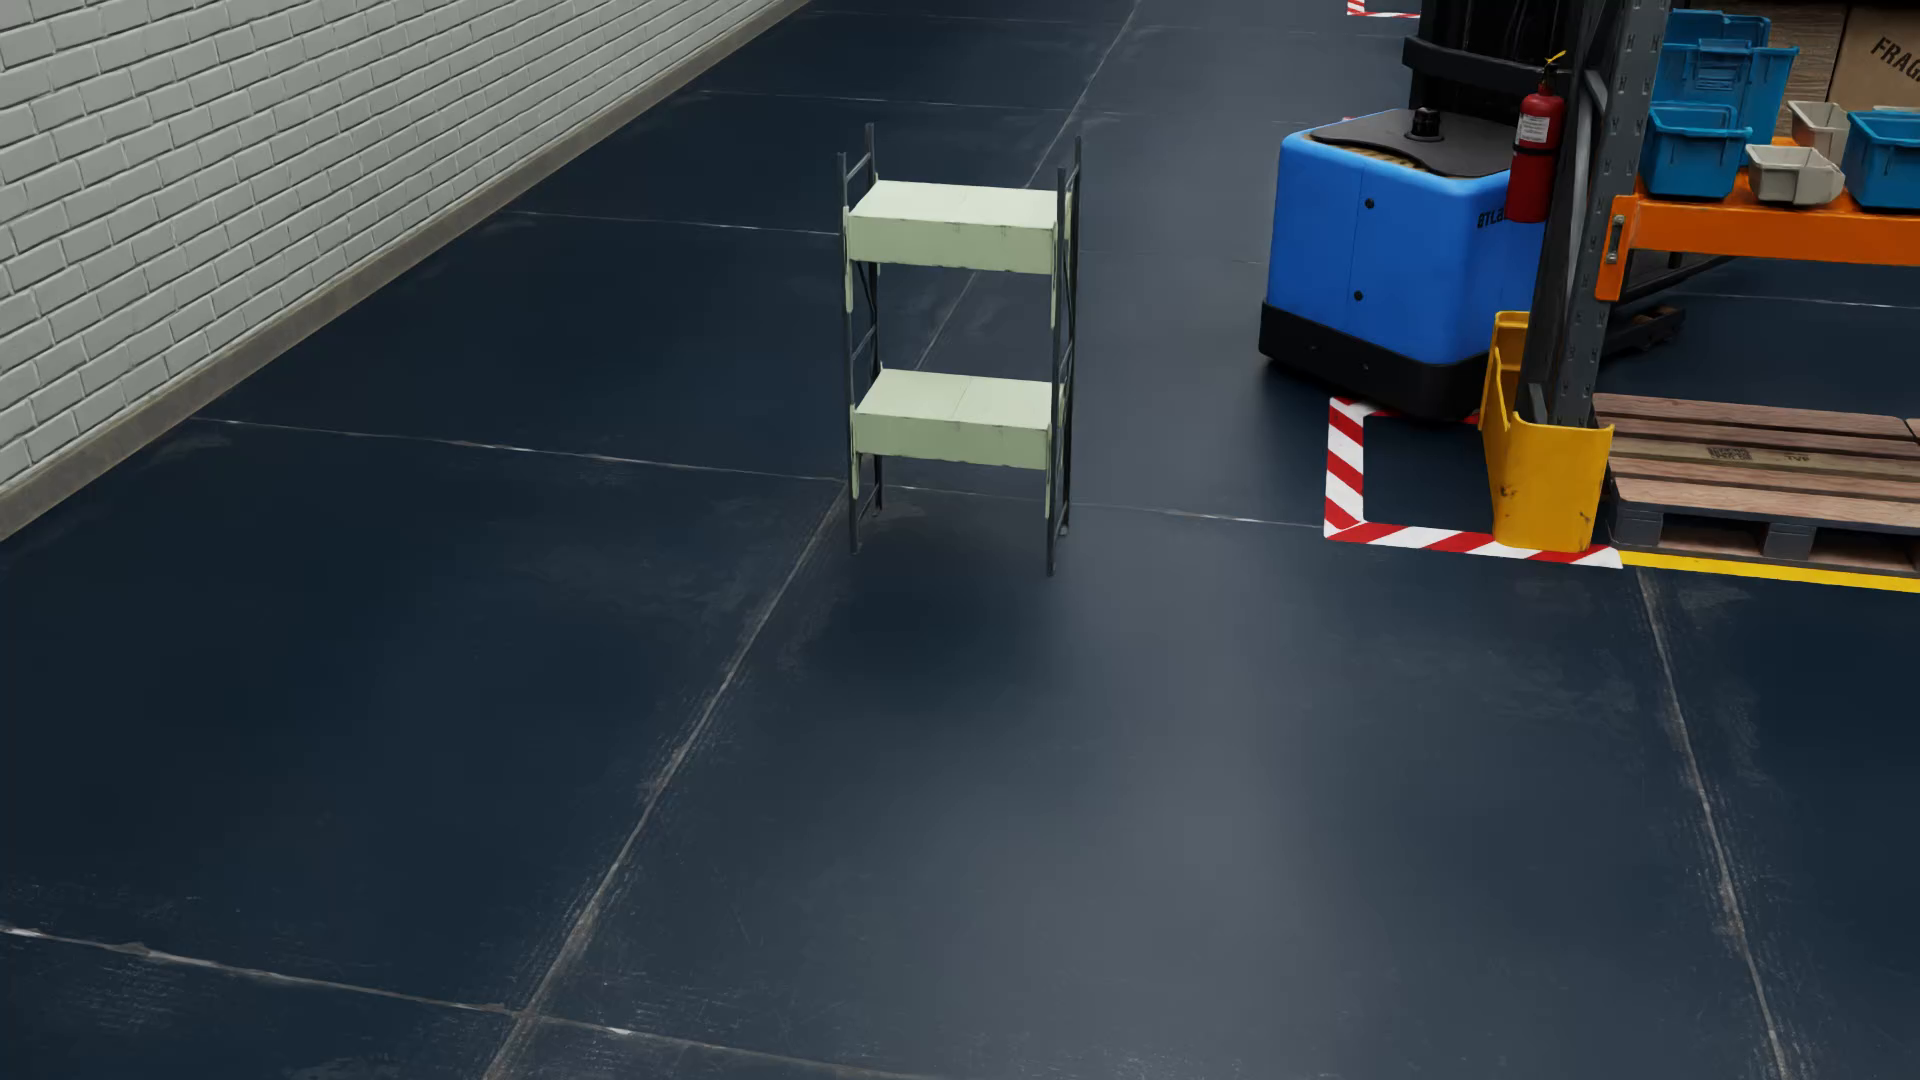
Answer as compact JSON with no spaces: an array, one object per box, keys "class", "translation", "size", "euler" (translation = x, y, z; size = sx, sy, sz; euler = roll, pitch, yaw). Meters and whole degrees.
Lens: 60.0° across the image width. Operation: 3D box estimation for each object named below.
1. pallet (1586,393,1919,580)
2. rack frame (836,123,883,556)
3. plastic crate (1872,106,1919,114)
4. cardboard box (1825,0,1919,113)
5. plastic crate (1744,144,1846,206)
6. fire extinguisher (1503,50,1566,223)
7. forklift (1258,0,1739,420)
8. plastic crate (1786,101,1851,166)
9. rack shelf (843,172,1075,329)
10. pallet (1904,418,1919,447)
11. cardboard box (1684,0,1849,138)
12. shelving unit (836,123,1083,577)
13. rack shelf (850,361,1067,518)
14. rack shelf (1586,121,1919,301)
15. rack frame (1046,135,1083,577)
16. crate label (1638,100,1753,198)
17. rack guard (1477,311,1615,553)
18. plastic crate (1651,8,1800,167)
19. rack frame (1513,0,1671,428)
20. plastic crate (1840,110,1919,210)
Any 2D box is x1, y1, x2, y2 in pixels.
[{"class":"pallet","translation":[3.112,-0.232,6.453],"size":[1.213,0.211,1.003],"euler":[6,29,11]},{"class":"rack frame","translation":[-0.351,-0.694,5.956],"size":[0.023,1.500,0.400],"euler":[6,29,11]},{"class":"plastic crate","translation":[3.429,-1.434,5.957],"size":[0.243,0.136,0.396],"euler":[6,29,11]},{"class":"cardboard box","translation":[5.751,-2.927,10.248],"size":[0.875,0.875,0.875],"euler":[6,29,11]},{"class":"plastic crate","translation":[2.783,-1.216,5.559],"size":[0.298,0.136,0.250],"euler":[6,29,11]},{"class":"fire extinguisher","translation":[2.261,-1.587,6.493],"size":[0.183,0.674,0.296],"euler":[6,29,11]},{"class":"forklift","translation":[2.856,-2.362,7.513],"size":[3.031,2.935,1.130],"euler":[-21,35,-33]},{"class":"plastic crate","translation":[3.149,-1.470,6.023],"size":[0.243,0.136,0.396],"euler":[6,29,11]},{"class":"rack shelf","translation":[0.007,-1.000,5.701],"size":[0.720,0.370,0.431],"euler":[6,29,11]},{"class":"pallet","translation":[4.302,-0.108,6.228],"size":[1.213,0.211,1.003],"euler":[6,29,11]},{"class":"cardboard box","translation":[4.881,-3.016,10.411],"size":[0.875,0.875,0.875],"euler":[6,29,11]},{"class":"shelving unit","translation":[0.007,-0.657,5.889],"size":[0.755,1.500,0.431],"euler":[6,29,11]},{"class":"rack shelf","translation":[0.007,-0.371,6.045],"size":[0.720,0.370,0.431],"euler":[6,29,11]},{"class":"rack shelf","translation":[4.270,-1.040,5.774],"size":[4.000,0.370,1.077],"euler":[6,29,11]},{"class":"rack frame","translation":[0.364,-0.621,5.822],"size":[0.023,1.500,0.400],"euler":[6,29,11]},{"class":"crate label","translation":[2.486,-1.329,5.666],"size":[0.303,0.233,0.416],"euler":[6,29,11]},{"class":"rack guard","translation":[2.288,-0.455,6.561],"size":[0.348,0.500,1.175],"euler":[6,29,11]},{"class":"plastic crate","translation":[2.680,-1.652,6.044],"size":[0.499,0.435,0.616],"euler":[6,29,11]},{"class":"rack frame","translation":[2.314,-1.556,5.968],"size":[0.127,3.000,1.000],"euler":[6,29,11]},{"class":"plastic crate","translation":[3.130,-1.263,5.545],"size":[0.300,0.233,0.416],"euler":[6,29,11]}]
